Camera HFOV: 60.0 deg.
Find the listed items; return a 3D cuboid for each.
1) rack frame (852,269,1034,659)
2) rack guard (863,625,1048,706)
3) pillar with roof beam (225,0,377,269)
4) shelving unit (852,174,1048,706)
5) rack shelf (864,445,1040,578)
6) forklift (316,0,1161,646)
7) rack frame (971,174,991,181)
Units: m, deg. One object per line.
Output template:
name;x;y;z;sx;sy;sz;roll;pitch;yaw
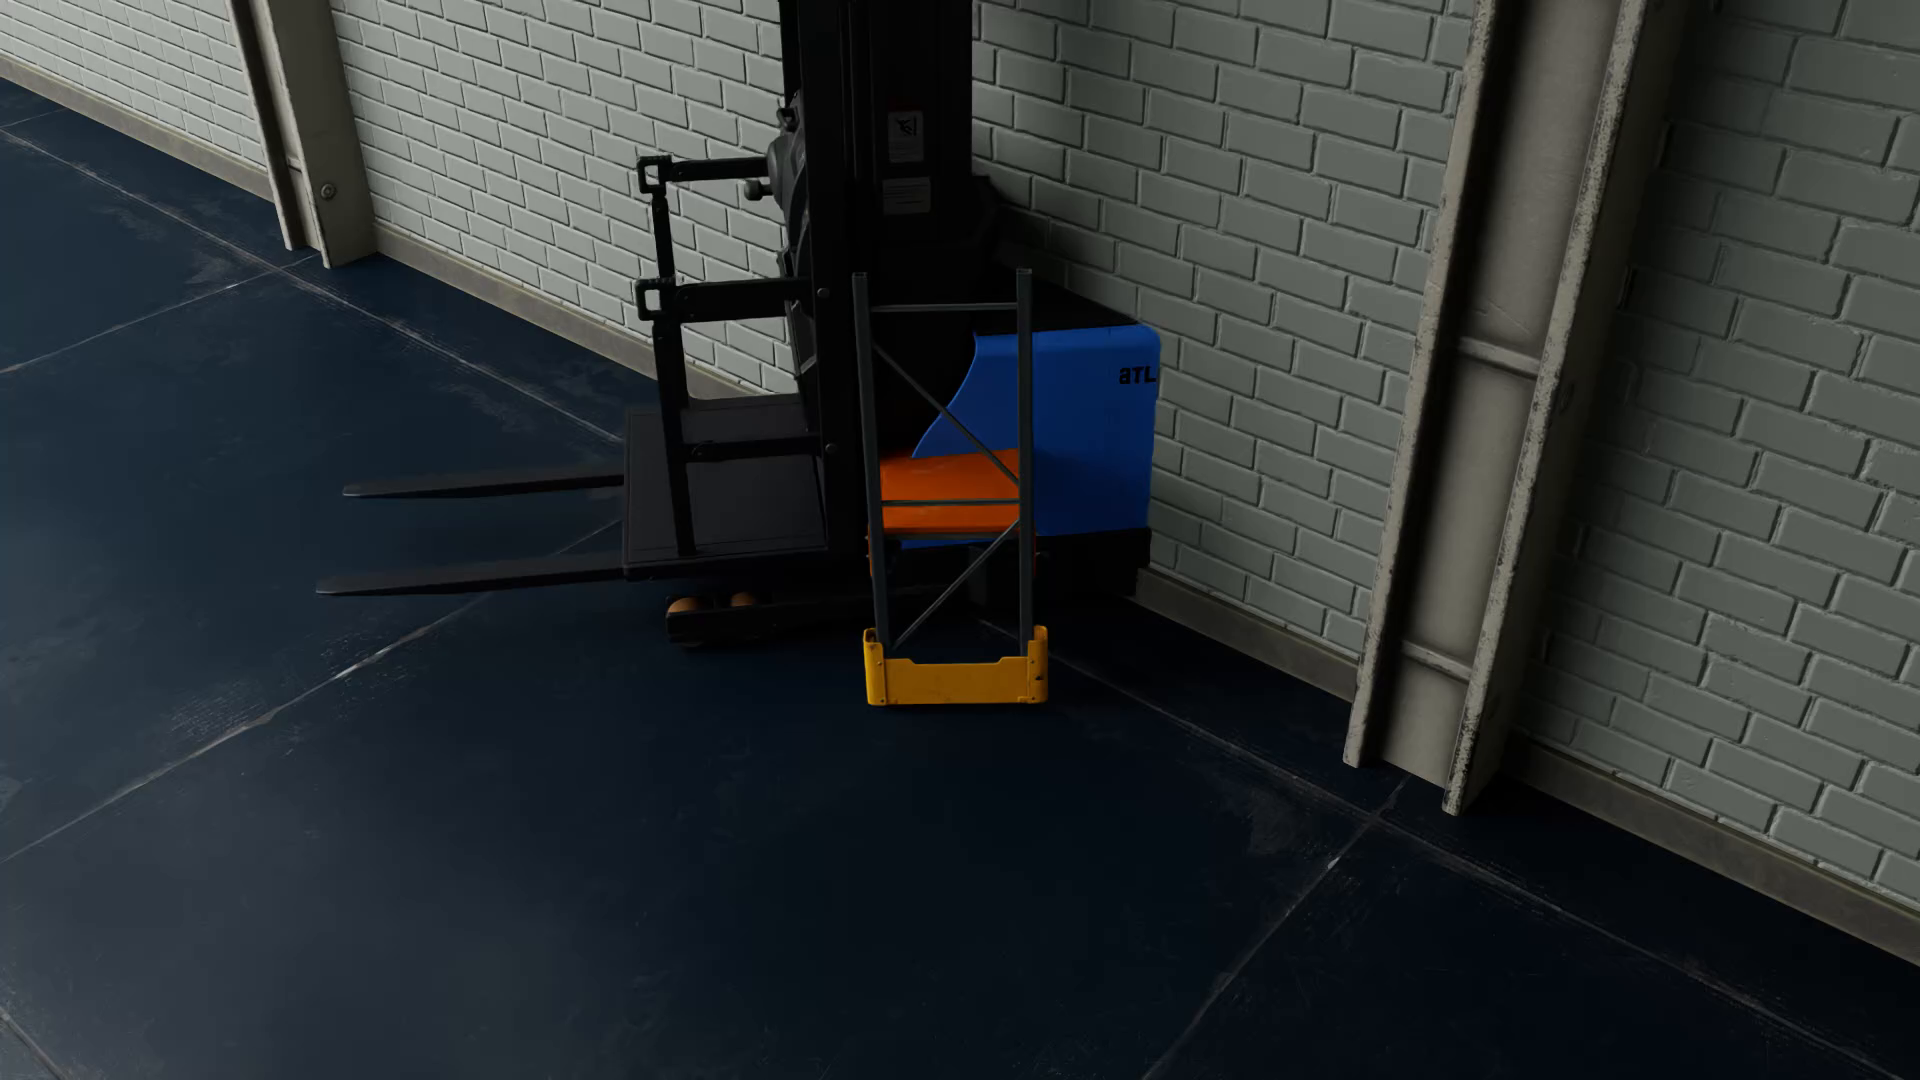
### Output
rack frame;-0.029;-0.110;5.018;0.500;1.500;0.032;-1;33;1
rack guard;-0.011;0.406;5.372;0.587;0.250;0.087;-1;33;1
pillar with roof beam;-5.912;-3.309;3.120;0.400;9.000;9.100;25;42;32
shelving unit;-0.022;-0.389;5.454;0.587;1.500;1.083;-1;33;1
rack shelf;-0.017;-0.233;5.543;0.538;0.185;1.000;-1;33;1
forklift;-0.726;-1.166;5.359;3.031;2.935;1.130;-5;35;-7
rack frame;-0.016;-0.659;5.874;0.500;1.500;0.032;-1;33;1
